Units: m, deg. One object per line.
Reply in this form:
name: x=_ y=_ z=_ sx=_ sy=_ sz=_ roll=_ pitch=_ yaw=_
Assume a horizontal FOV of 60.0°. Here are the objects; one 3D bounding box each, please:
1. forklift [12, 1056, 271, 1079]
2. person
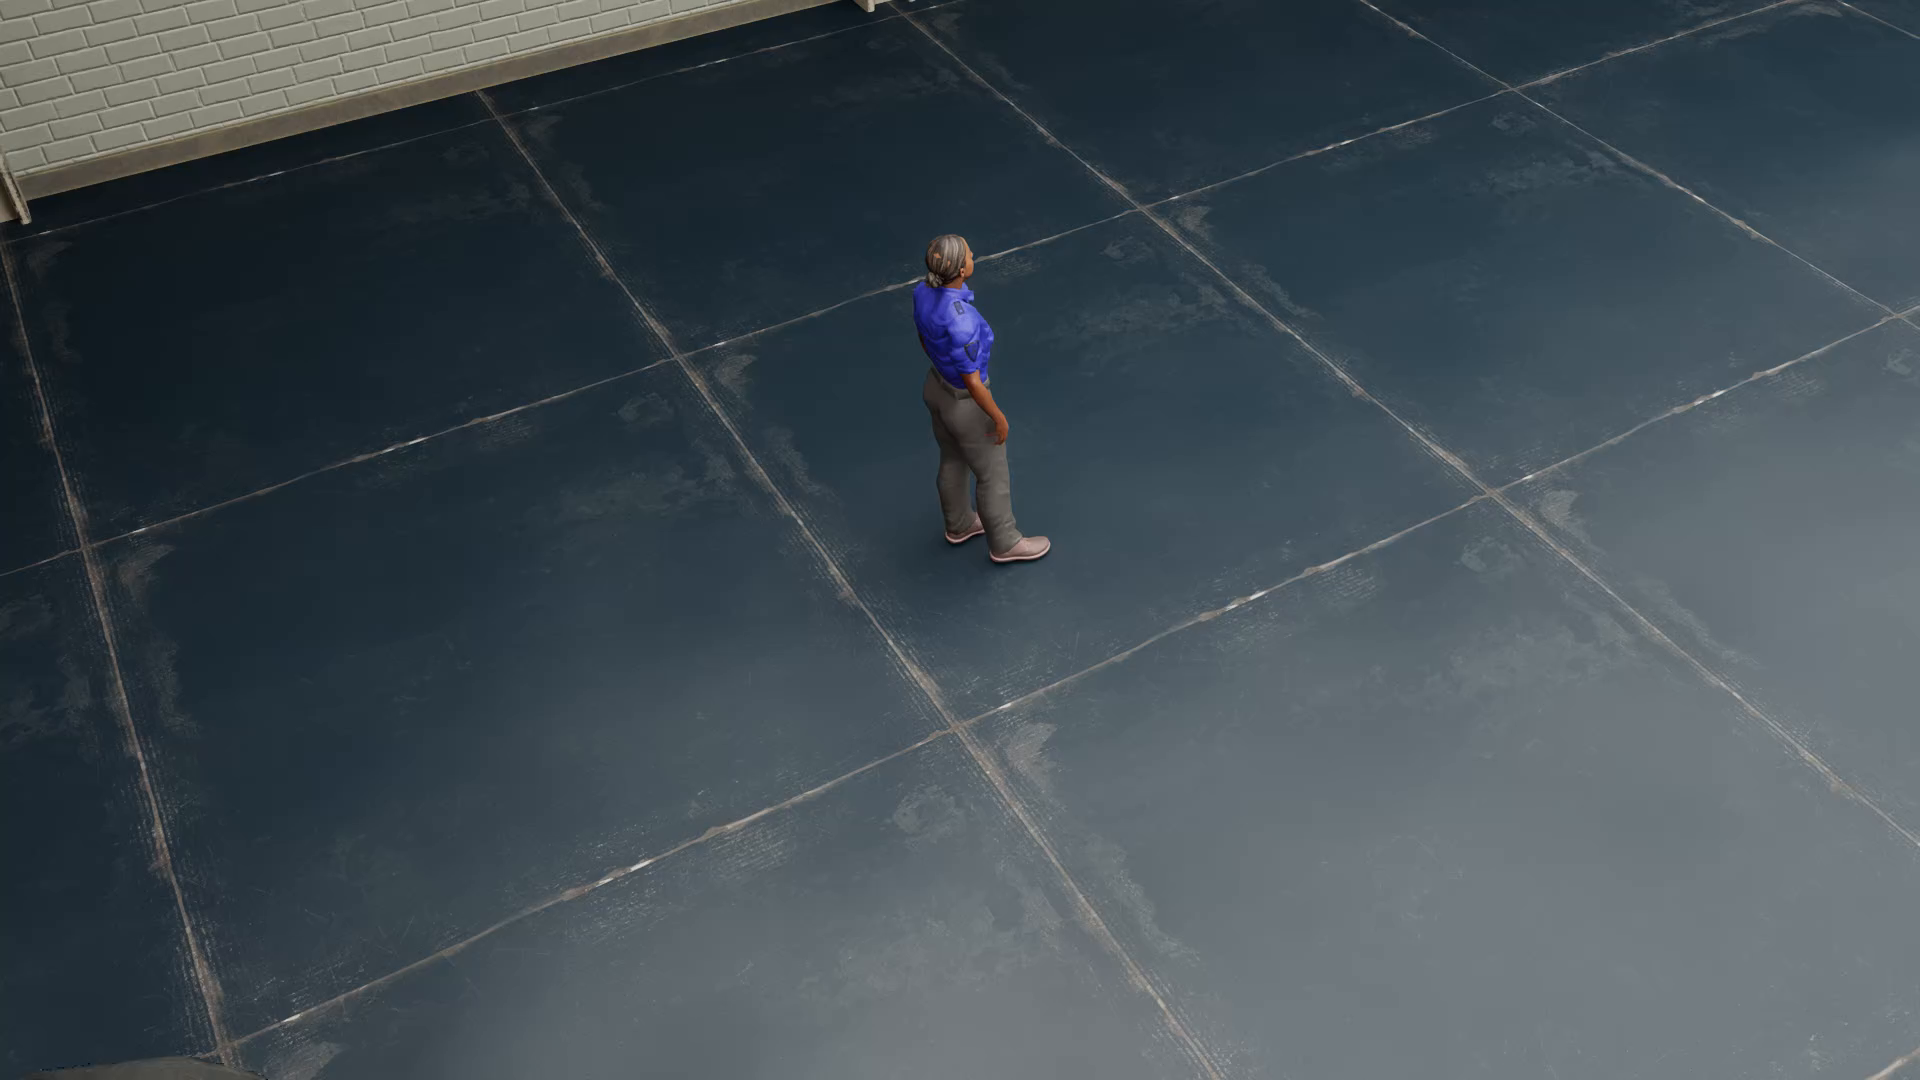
forklift: x=-1.312 y=2.424 z=3.084 sx=1.130 sy=2.935 sz=3.031 roll=10 pitch=44 yaw=11
person: x=0.086 y=-0.630 z=7.305 sx=0.503 sy=1.656 sz=0.569 roll=-21 pitch=47 yaw=-21
